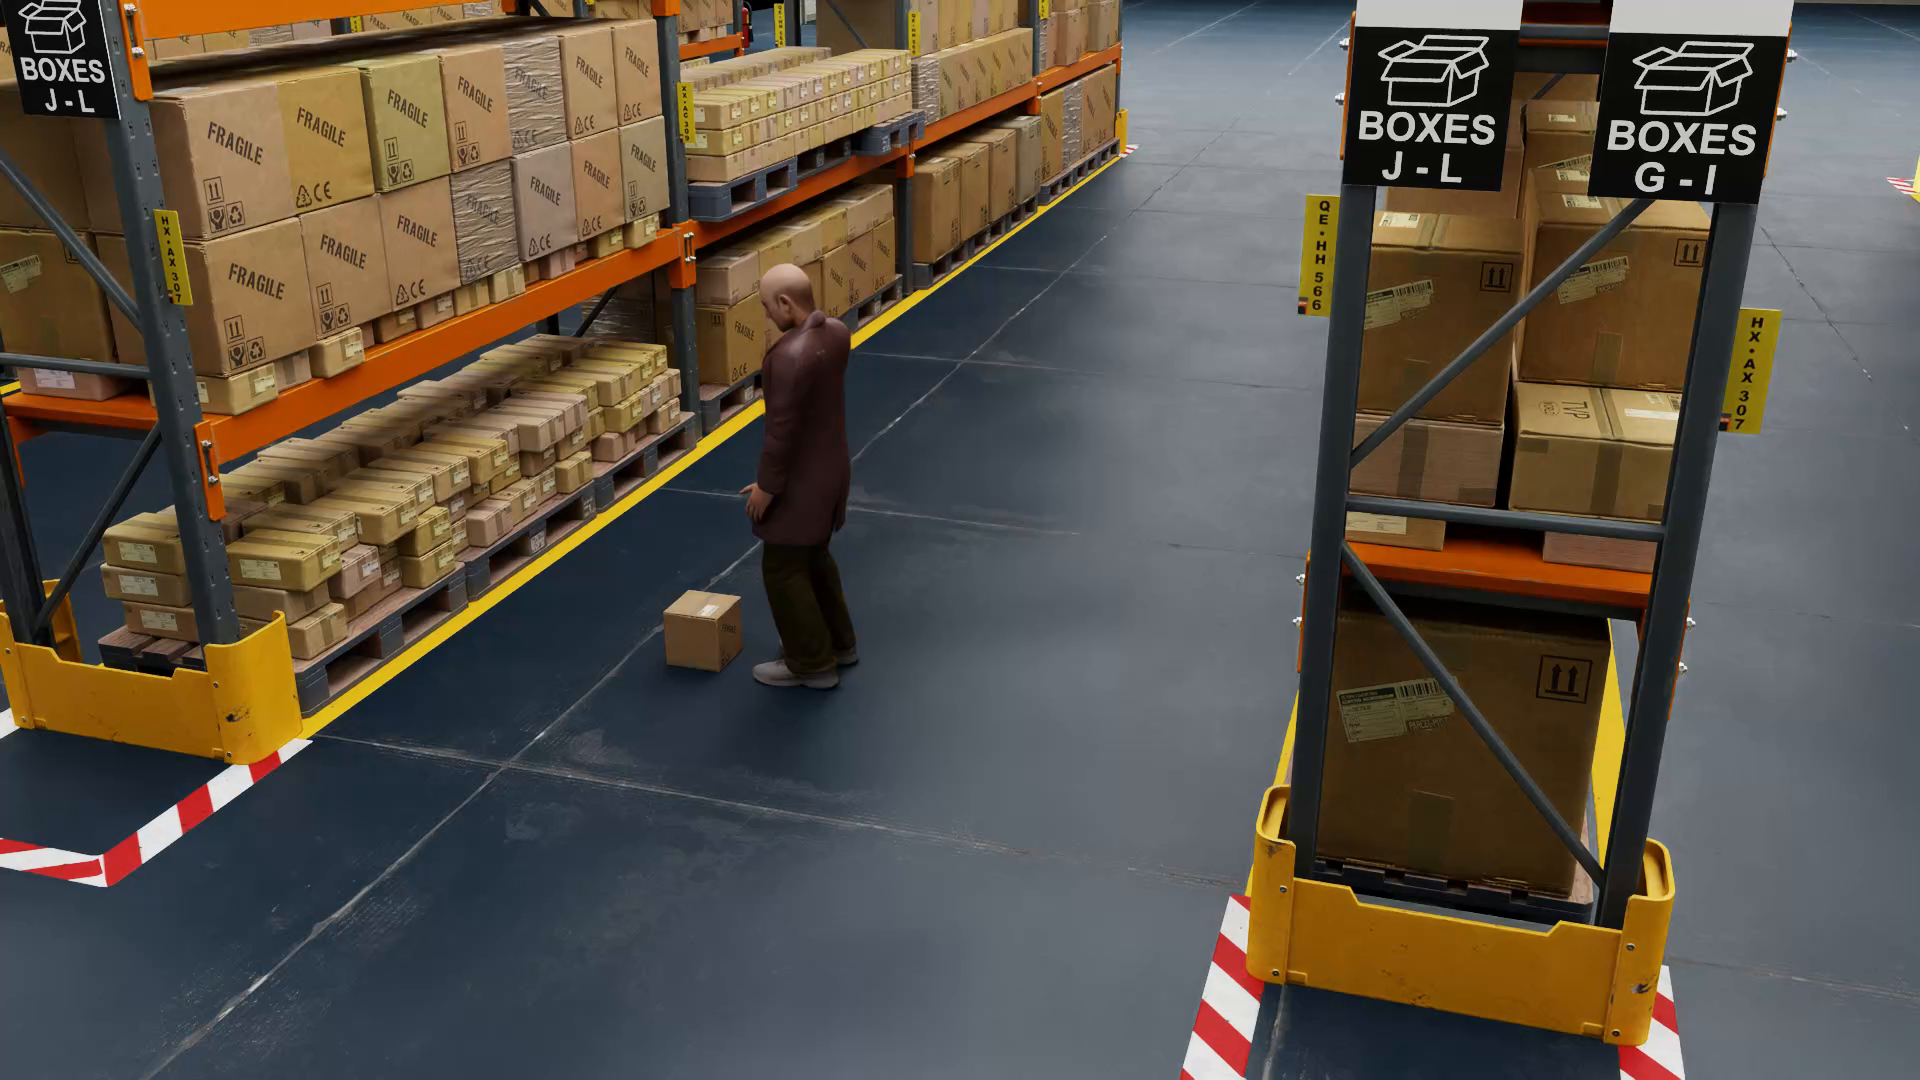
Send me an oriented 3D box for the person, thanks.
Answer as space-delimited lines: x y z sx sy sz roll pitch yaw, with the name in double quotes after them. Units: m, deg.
-0.662 -0.249 6.768 0.382 1.761 0.569 7 23 17 "person"
